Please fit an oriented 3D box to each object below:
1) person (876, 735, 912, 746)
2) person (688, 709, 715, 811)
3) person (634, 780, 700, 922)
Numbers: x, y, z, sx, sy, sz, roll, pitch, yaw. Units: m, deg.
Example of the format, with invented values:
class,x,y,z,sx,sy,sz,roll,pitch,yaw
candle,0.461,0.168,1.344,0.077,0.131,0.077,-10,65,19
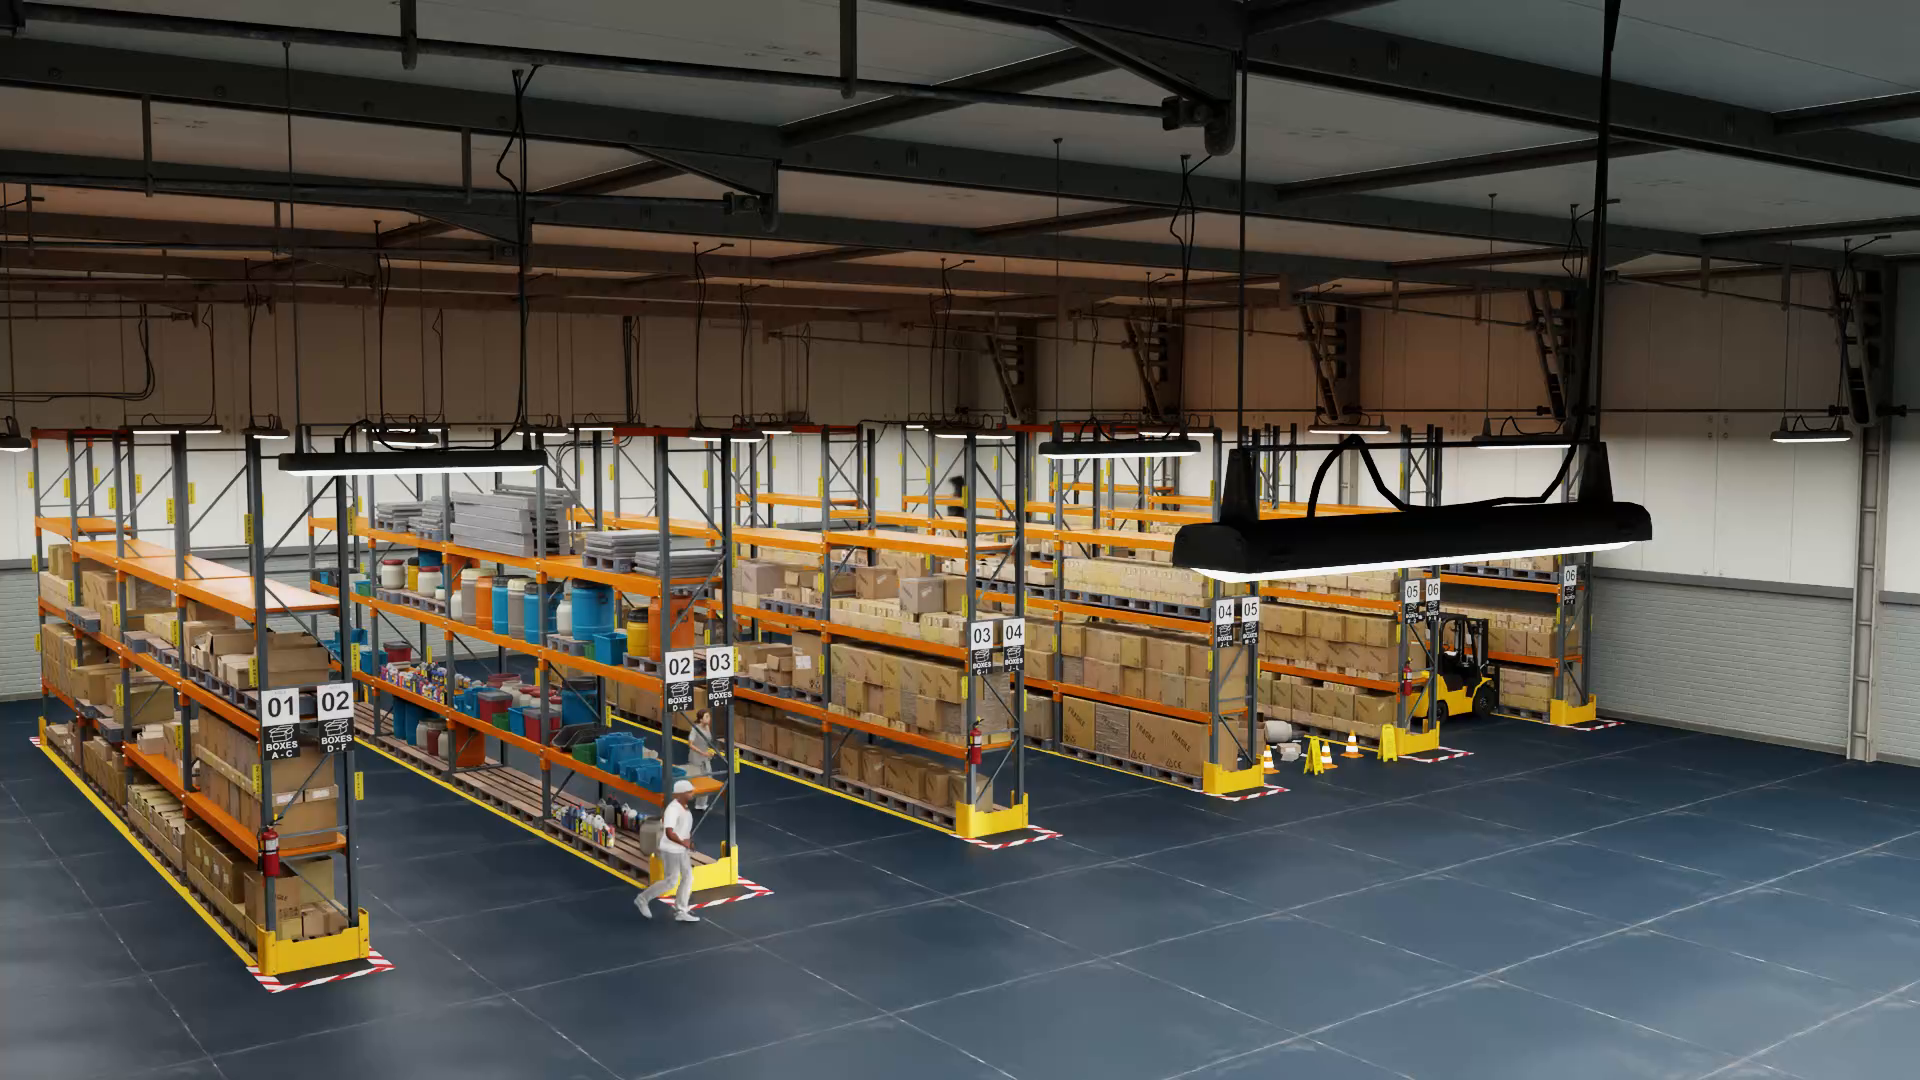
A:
class,x,y,z,sx,sy,sz,roll,pitch,yaw
person,-1.285,3.011,31.424,1.000,1.755,0.669,4,6,38
person,-4.186,3.468,26.335,0.734,1.617,0.561,2,5,28
person,-3.609,3.851,20.651,0.818,1.740,0.706,1,5,8
